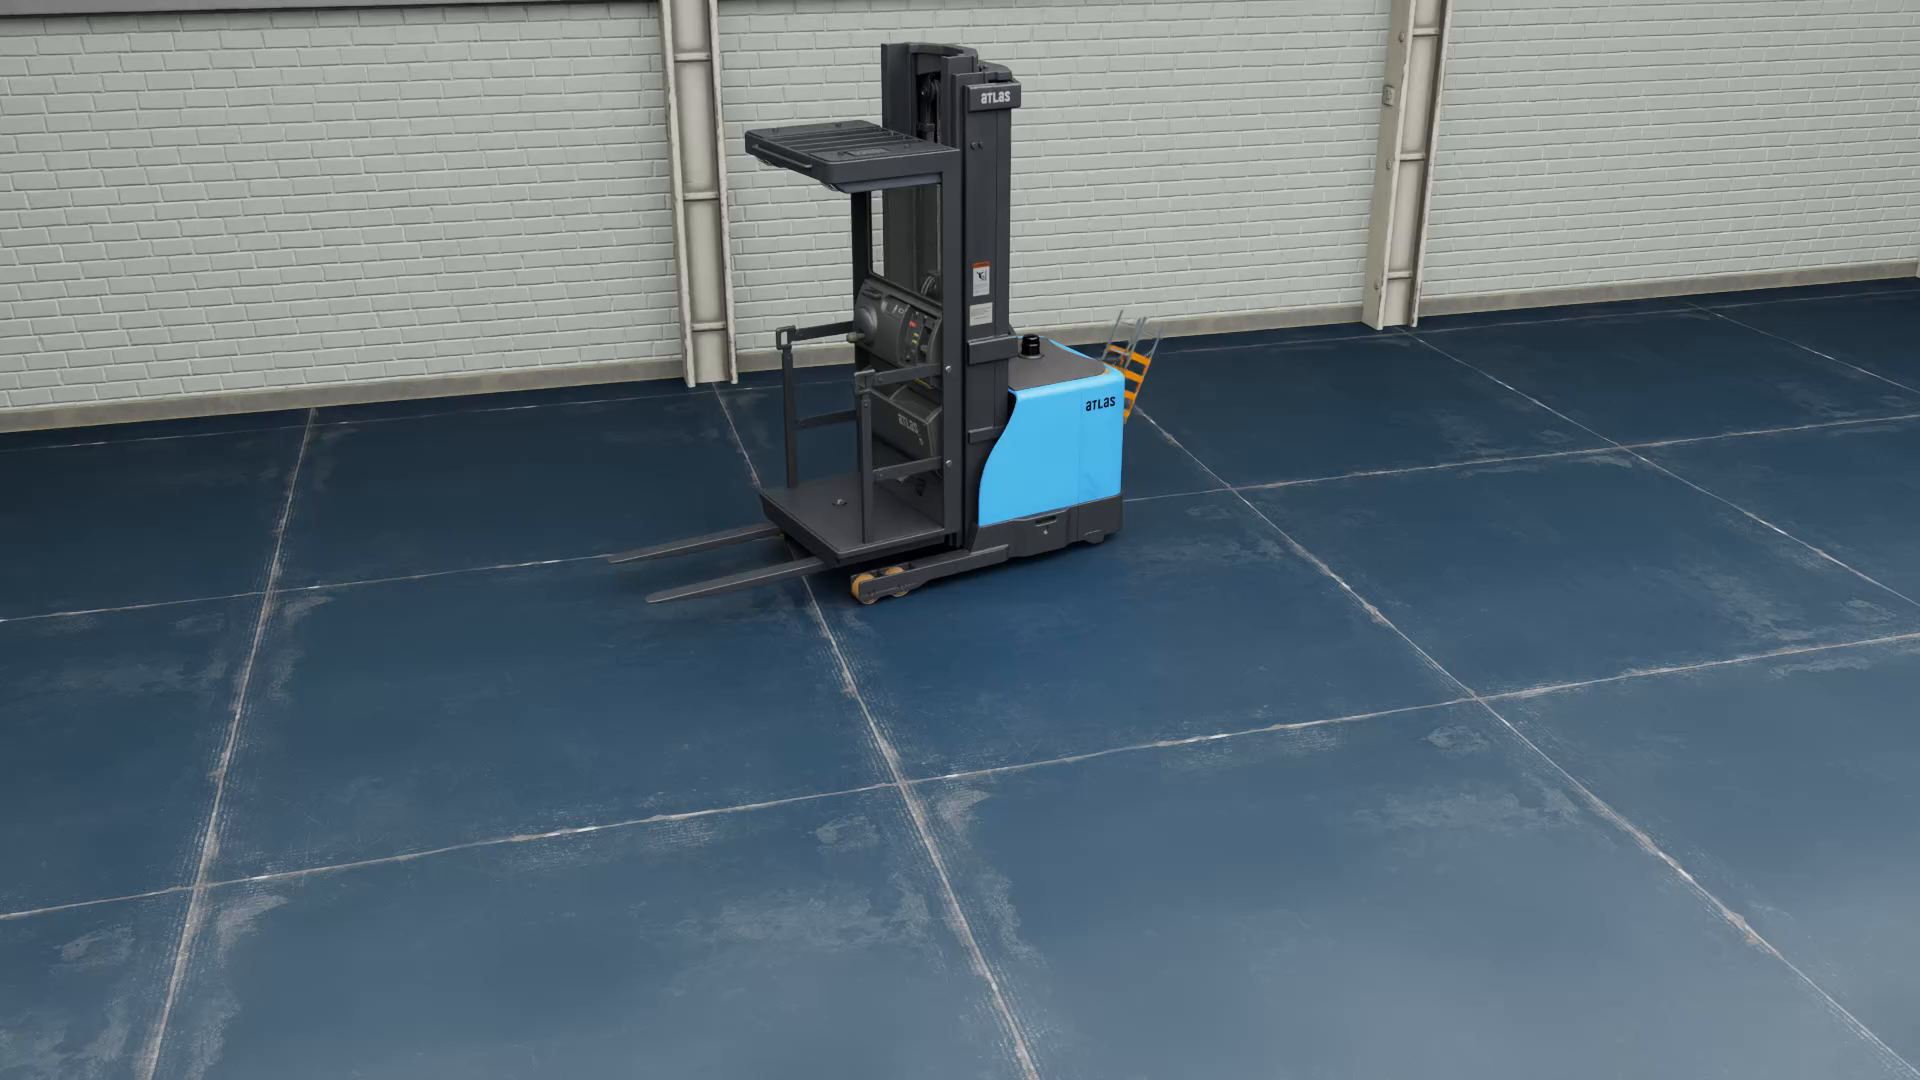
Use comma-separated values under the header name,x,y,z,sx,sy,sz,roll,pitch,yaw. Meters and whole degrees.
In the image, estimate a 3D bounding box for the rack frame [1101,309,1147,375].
name,x,y,z,sx,sy,sz,roll,pitch,yaw
rack frame,0.906,-0.913,10.807,0.006,1.200,0.240,17,7,-43

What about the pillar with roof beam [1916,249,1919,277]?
name,x,y,z,sx,sy,sz,roll,pitch,yaw
pillar with roof beam,10.733,-5.057,10.624,0.400,9.000,9.100,-6,24,-14

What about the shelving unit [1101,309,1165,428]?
name,x,y,z,sx,sy,sz,roll,pitch,yaw
shelving unit,0.971,-0.893,10.869,0.189,1.200,0.258,17,7,-43

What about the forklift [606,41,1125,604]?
name,x,y,z,sx,sy,sz,roll,pitch,yaw
forklift,-0.537,-1.223,9.382,3.031,2.935,1.130,-13,26,-28

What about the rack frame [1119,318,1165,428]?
name,x,y,z,sx,sy,sz,roll,pitch,yaw
rack frame,1.035,-0.874,10.931,0.006,1.200,0.240,17,7,-43

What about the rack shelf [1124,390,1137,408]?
name,x,y,z,sx,sy,sz,roll,pitch,yaw
rack shelf,0.998,-0.963,10.862,0.180,0.103,0.258,17,7,-43

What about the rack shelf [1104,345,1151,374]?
name,x,y,z,sx,sy,sz,roll,pitch,yaw
rack shelf,1.086,-1.186,10.841,0.180,0.103,0.258,17,7,-43

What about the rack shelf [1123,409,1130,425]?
name,x,y,z,sx,sy,sz,roll,pitch,yaw
rack shelf,0.954,-0.852,10.873,0.180,0.103,0.258,17,7,-43

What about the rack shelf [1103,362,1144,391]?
name,x,y,z,sx,sy,sz,roll,pitch,yaw
rack shelf,1.042,-1.074,10.852,0.180,0.103,0.258,17,7,-43
